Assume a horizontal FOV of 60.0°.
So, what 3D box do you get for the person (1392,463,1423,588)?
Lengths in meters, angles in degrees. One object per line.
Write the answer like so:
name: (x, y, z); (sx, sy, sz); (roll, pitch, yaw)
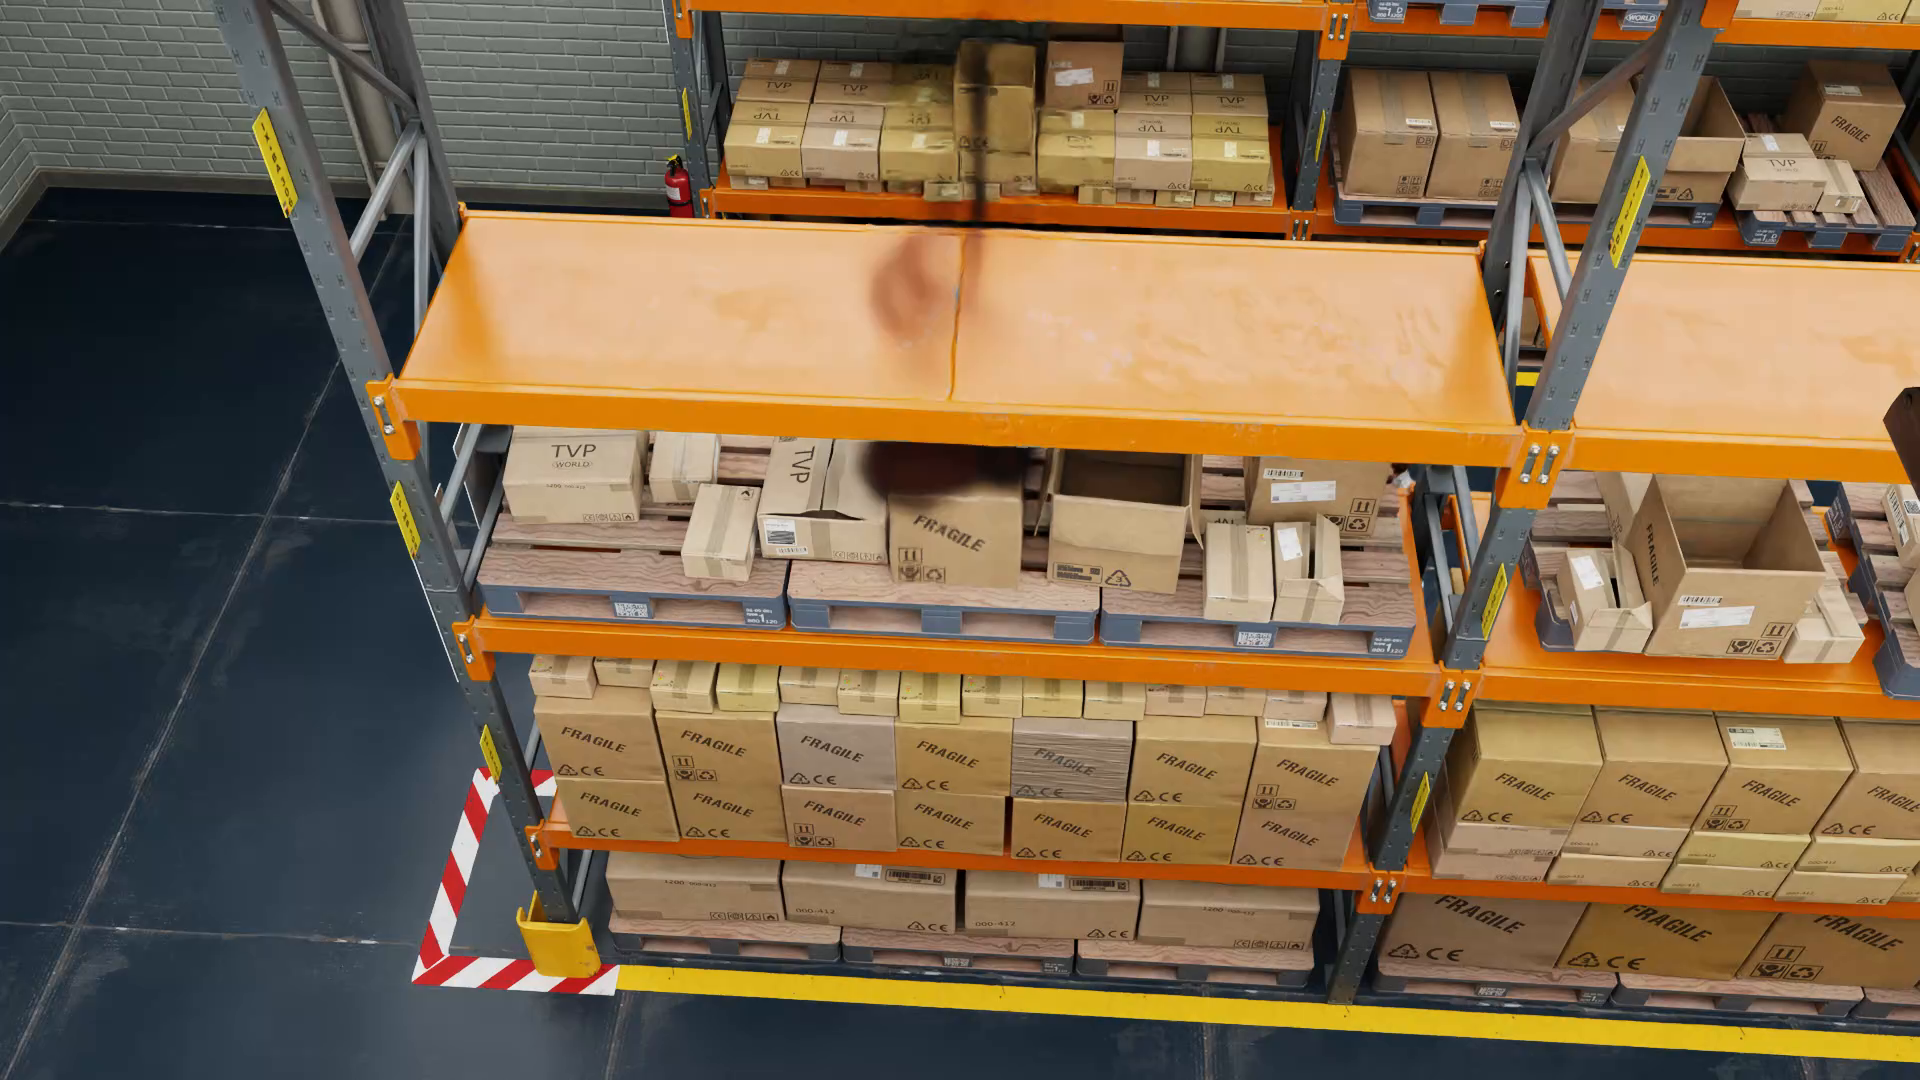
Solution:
person: (2.407, -0.030, 9.367); (0.698, 1.539, 0.526); (-7, 48, -6)
